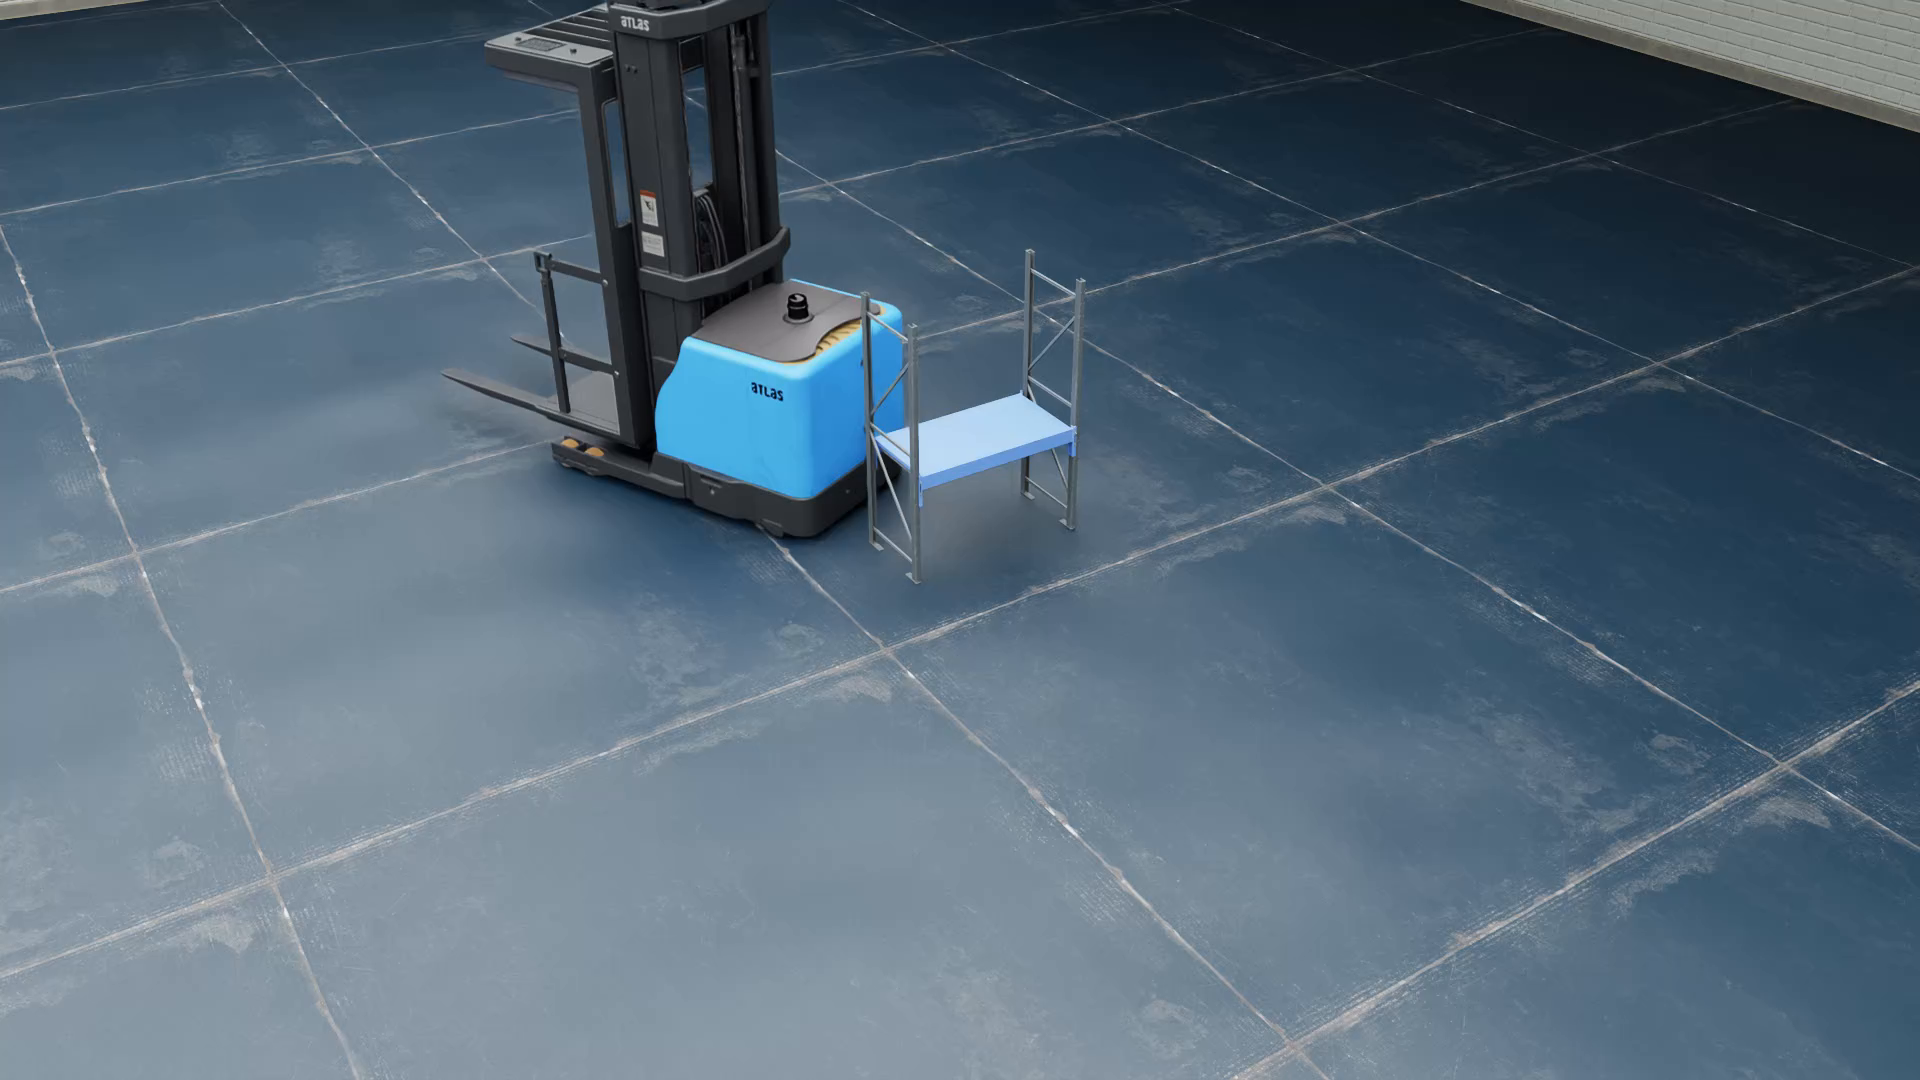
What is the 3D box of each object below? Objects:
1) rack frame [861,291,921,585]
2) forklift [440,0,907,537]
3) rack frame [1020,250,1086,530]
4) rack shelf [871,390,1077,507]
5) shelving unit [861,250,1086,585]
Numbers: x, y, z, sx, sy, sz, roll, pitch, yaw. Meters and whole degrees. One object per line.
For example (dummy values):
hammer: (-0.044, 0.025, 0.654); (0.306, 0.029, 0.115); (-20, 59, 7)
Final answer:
rack frame: (-0.356, -0.512, 8.656); (0.032, 1.500, 0.500); (-19, 37, -27)
forklift: (-1.831, -1.838, 9.416); (3.031, 2.935, 1.130); (18, 37, 27)
rack frame: (0.499, -0.806, 9.122); (0.032, 1.500, 0.500); (-19, 37, -27)
rack shelf: (0.072, -0.507, 8.985); (1.000, 0.185, 0.538); (-19, 37, -27)
shelving unit: (0.072, -0.659, 8.889); (1.048, 1.500, 0.538); (-19, 37, -27)
